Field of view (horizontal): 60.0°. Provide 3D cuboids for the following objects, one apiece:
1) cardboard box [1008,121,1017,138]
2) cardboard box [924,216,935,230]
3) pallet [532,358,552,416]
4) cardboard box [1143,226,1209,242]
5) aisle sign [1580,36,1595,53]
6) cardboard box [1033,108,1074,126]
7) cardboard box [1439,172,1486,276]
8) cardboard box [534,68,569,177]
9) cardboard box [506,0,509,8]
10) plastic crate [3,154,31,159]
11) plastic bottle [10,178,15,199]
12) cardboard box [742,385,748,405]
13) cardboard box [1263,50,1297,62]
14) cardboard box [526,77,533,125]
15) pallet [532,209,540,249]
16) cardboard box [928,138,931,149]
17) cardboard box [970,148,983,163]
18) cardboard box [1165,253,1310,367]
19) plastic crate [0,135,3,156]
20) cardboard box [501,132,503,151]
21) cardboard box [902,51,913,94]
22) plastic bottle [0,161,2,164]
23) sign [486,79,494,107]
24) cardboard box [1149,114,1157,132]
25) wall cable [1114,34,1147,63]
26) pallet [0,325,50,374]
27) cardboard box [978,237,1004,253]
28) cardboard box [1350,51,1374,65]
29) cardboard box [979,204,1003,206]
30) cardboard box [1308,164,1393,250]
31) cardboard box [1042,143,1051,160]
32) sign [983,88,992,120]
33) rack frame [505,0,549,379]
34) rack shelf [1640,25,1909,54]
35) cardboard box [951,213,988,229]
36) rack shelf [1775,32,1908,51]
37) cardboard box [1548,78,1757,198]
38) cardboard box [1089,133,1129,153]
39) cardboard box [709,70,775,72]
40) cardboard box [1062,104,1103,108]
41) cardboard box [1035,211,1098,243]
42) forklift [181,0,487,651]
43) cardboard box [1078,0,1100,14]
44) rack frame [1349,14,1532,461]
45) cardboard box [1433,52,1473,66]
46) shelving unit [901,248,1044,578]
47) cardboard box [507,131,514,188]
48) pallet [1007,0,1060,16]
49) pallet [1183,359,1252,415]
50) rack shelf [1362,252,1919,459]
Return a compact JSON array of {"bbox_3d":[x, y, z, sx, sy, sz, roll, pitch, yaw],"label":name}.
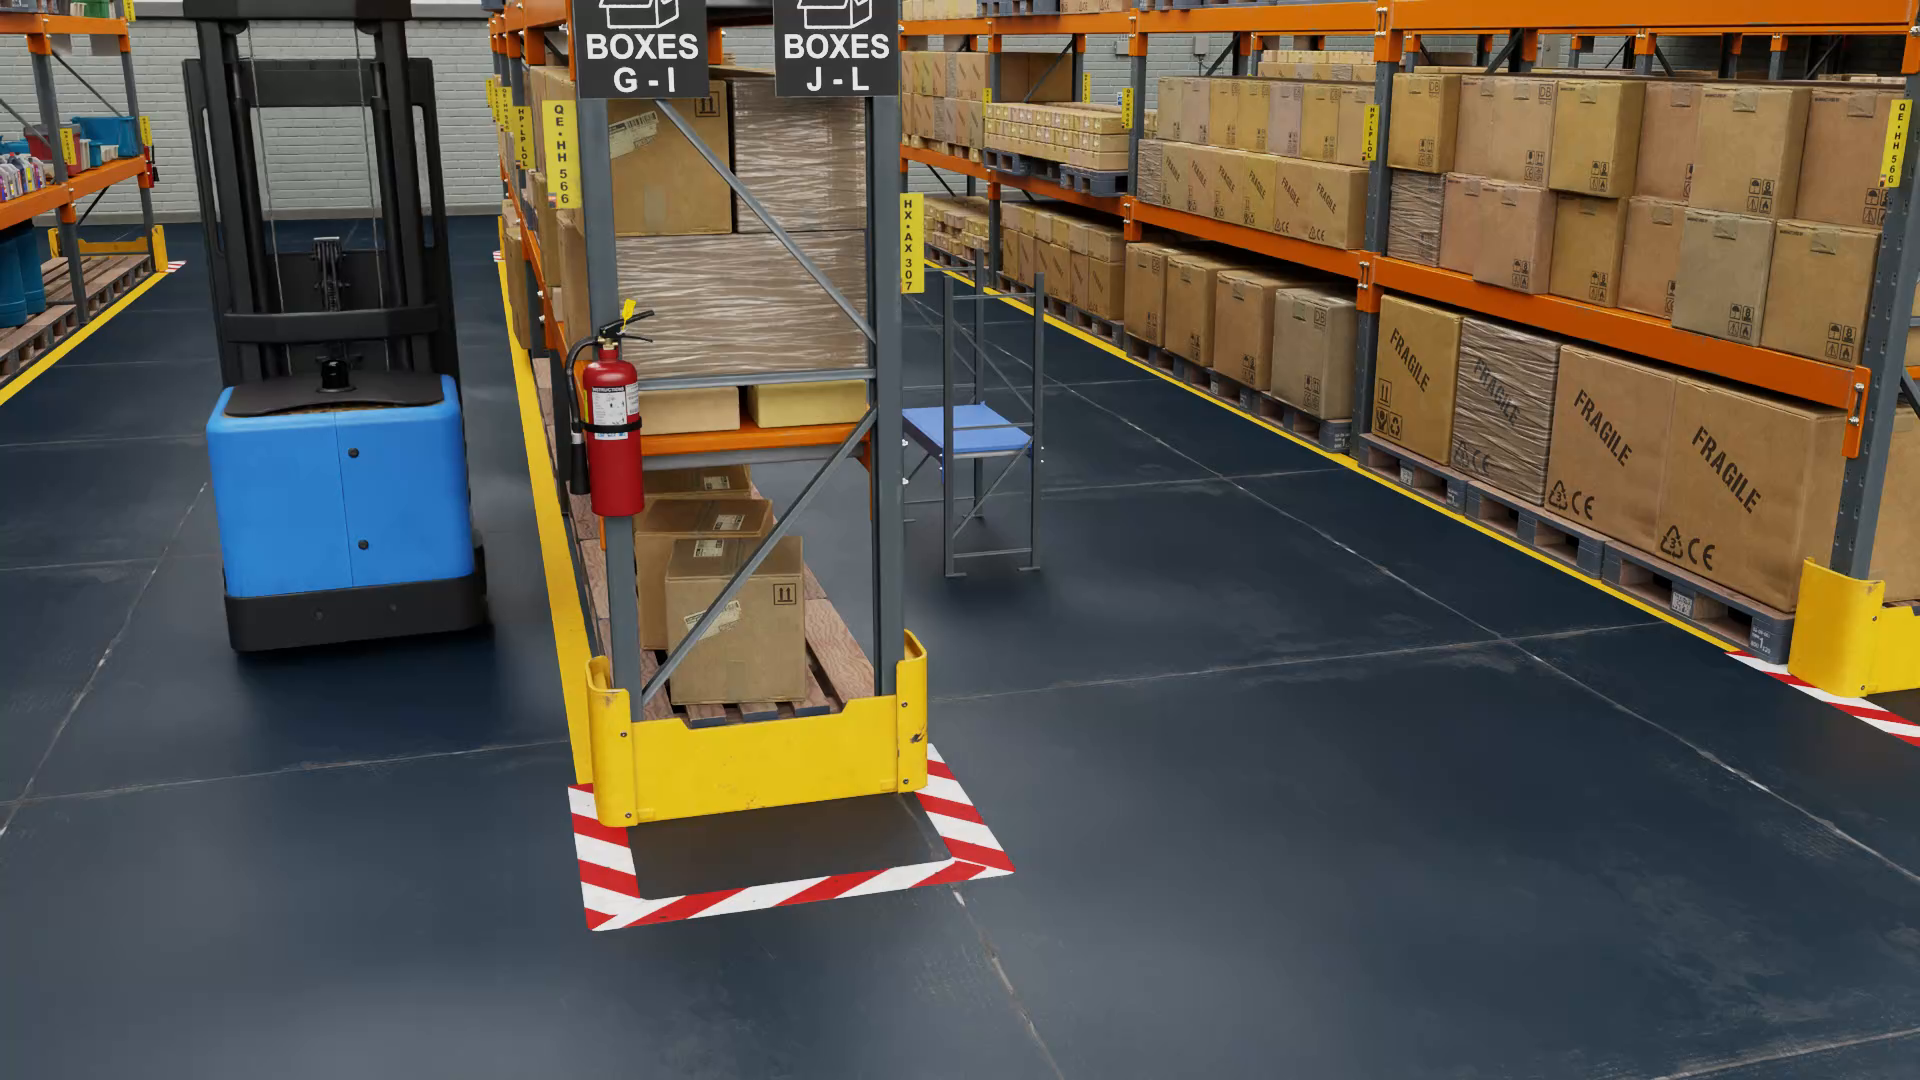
[{"bbox_3d":[0.691,-4.069,16.475,0.380,0.149,0.250,-5,18,-18],"label":"cardboard box"},{"bbox_3d":[-0.254,-3.905,20.448,0.380,0.149,0.250,-4,17,-14],"label":"cardboard box"},{"bbox_3d":[-2.676,-1.184,12.527,1.003,0.211,1.213,-5,17,-15],"label":"pallet"},{"bbox_3d":[1.951,-2.673,14.948,0.500,0.250,0.500,-6,18,-18],"label":"cardboard box"},{"bbox_3d":[8.911,-7.366,23.742,0.394,0.787,0.004,-5,17,-15],"label":"aisle sign"},{"bbox_3d":[0.908,-3.995,15.710,0.380,0.149,0.250,-4,17,-14],"label":"cardboard box"},{"bbox_3d":[3.293,-1.814,9.516,0.875,0.550,0.550,-5,17,-15],"label":"cardboard box"},{"bbox_3d":[-1.772,-2.016,8.020,0.500,0.500,0.500,-5,17,-15],"label":"cardboard box"},{"bbox_3d":[-3.005,-3.950,11.936,0.500,0.250,0.500,-4,17,-14],"label":"cardboard box"},{"bbox_3d":[-9.518,-3.811,16.779,0.293,0.136,0.466,-5,17,-15],"label":"plastic crate"},{"bbox_3d":[-7.997,-2.964,13.952,0.097,0.201,0.097,0,17,0],"label":"plastic bottle"},{"bbox_3d":[-0.590,-0.571,6.075,0.380,0.149,0.250,-5,17,-15],"label":"cardboard box"},{"bbox_3d":[4.272,-6.449,22.169,0.380,0.149,0.250,-4,17,-14],"label":"cardboard box"},{"bbox_3d":[-3.074,-3.468,13.364,0.797,0.503,0.637,-4,17,-13],"label":"cardboard box"},{"bbox_3d":[-2.306,-2.100,11.061,1.003,0.211,1.213,-5,17,-15],"label":"pallet"},{"bbox_3d":[-0.182,-4.870,20.388,0.380,0.149,0.250,-4,17,-13],"label":"cardboard box"},{"bbox_3d":[0.329,-4.209,18.187,0.380,0.149,0.250,-5,17,-17],"label":"cardboard box"},{"bbox_3d":[2.232,-1.806,12.932,1.050,0.750,0.750,-4,17,-14],"label":"cardboard box"},{"bbox_3d":[-9.207,-3.574,15.559,0.392,0.384,0.575,-5,17,-15],"label":"plastic crate"},{"bbox_3d":[-4.647,-4.298,17.791,0.500,0.250,0.500,-4,17,-14],"label":"cardboard box"},{"bbox_3d":[-0.423,-5.837,20.740,0.500,0.500,0.500,-5,17,-16],"label":"cardboard box"},{"bbox_3d":[-8.271,-3.136,14.264,0.144,0.351,0.185,-5,17,-15],"label":"plastic bottle"},{"bbox_3d":[-5.623,-5.359,19.936,0.100,0.325,0.005,-5,17,-15],"label":"sign"},{"bbox_3d":[1.891,-3.683,14.671,0.380,0.149,0.250,-5,17,-17],"label":"cardboard box"},{"bbox_3d":[2.869,-7.791,27.856,0.585,1.953,0.123,-5,17,-15],"label":"wall cable"},{"bbox_3d":[-8.240,-1.560,13.779,1.003,0.211,1.213,-5,17,-15],"label":"pallet"},{"bbox_3d":[0.416,-3.247,18.254,0.380,0.149,0.250,-4,17,-14],"label":"cardboard box"},{"bbox_3d":[4.932,-5.809,20.038,0.380,0.149,0.250,-5,17,-16],"label":"cardboard box"},{"bbox_3d":[0.443,-4.025,20.329,0.380,0.149,0.250,-4,17,-13],"label":"cardboard box"},{"bbox_3d":[2.607,-2.165,10.770,0.500,0.500,0.500,-5,17,-16],"label":"cardboard box"},{"bbox_3d":[0.983,-3.636,15.549,0.380,0.149,0.250,-4,17,-14],"label":"cardboard box"},{"bbox_3d":[0.289,-4.576,17.467,0.100,0.325,0.005,-5,17,-15],"label":"sign"},{"bbox_3d":[-2.889,-2.736,12.845,1.000,3.000,0.127,-5,17,-15],"label":"rack frame"},{"bbox_3d":[7.189,-4.058,13.284,1.077,0.370,4.000,-5,17,-15],"label":"rack shelf"},{"bbox_3d":[0.117,-3.686,19.201,0.380,0.149,0.250,-6,18,-18],"label":"cardboard box"},{"bbox_3d":[10.861,-5.558,18.277,1.077,0.370,4.000,-5,17,-15],"label":"rack shelf"},{"bbox_3d":[3.508,-2.029,8.353,0.875,0.550,0.500,-5,17,-15],"label":"cardboard box"},{"bbox_3d":[1.334,-3.424,14.326,0.380,0.149,0.250,-4,17,-14],"label":"cardboard box"},{"bbox_3d":[-0.992,-1.781,7.237,0.500,0.500,0.500,-5,17,-15],"label":"cardboard box"},{"bbox_3d":[1.250,-4.331,16.827,0.380,0.149,0.250,-5,18,-17],"label":"cardboard box"},{"bbox_3d":[1.042,-3.056,16.222,0.500,0.250,0.500,-4,17,-13],"label":"cardboard box"},{"bbox_3d":[-3.089,-1.310,8.219,1.130,2.935,3.031,-5,18,-17],"label":"forklift"},{"bbox_3d":[1.357,-4.859,14.528,0.500,0.500,0.500,-5,17,-15],"label":"cardboard box"},{"bbox_3d":[3.007,-1.993,10.374,1.000,3.000,0.127,-5,17,-15],"label":"rack frame"},{"bbox_3d":[5.703,-5.571,19.245,0.380,0.149,0.250,-5,17,-16],"label":"cardboard box"},{"bbox_3d":[0.023,-0.695,8.658,0.538,1.500,1.048,-5,17,-15],"label":"shelving unit"},{"bbox_3d":[-3.826,-3.466,15.101,0.500,0.500,0.500,-5,17,-17],"label":"cardboard box"},{"bbox_3d":[1.164,-5.087,15.786,1.213,0.211,1.003,-5,17,-15],"label":"pallet"},{"bbox_3d":[2.384,-1.204,12.592,1.003,0.211,1.213,-5,17,-15],"label":"pallet"},{"bbox_3d":[3.557,-1.096,8.636,1.077,0.370,4.000,-5,17,-15],"label":"rack shelf"}]
